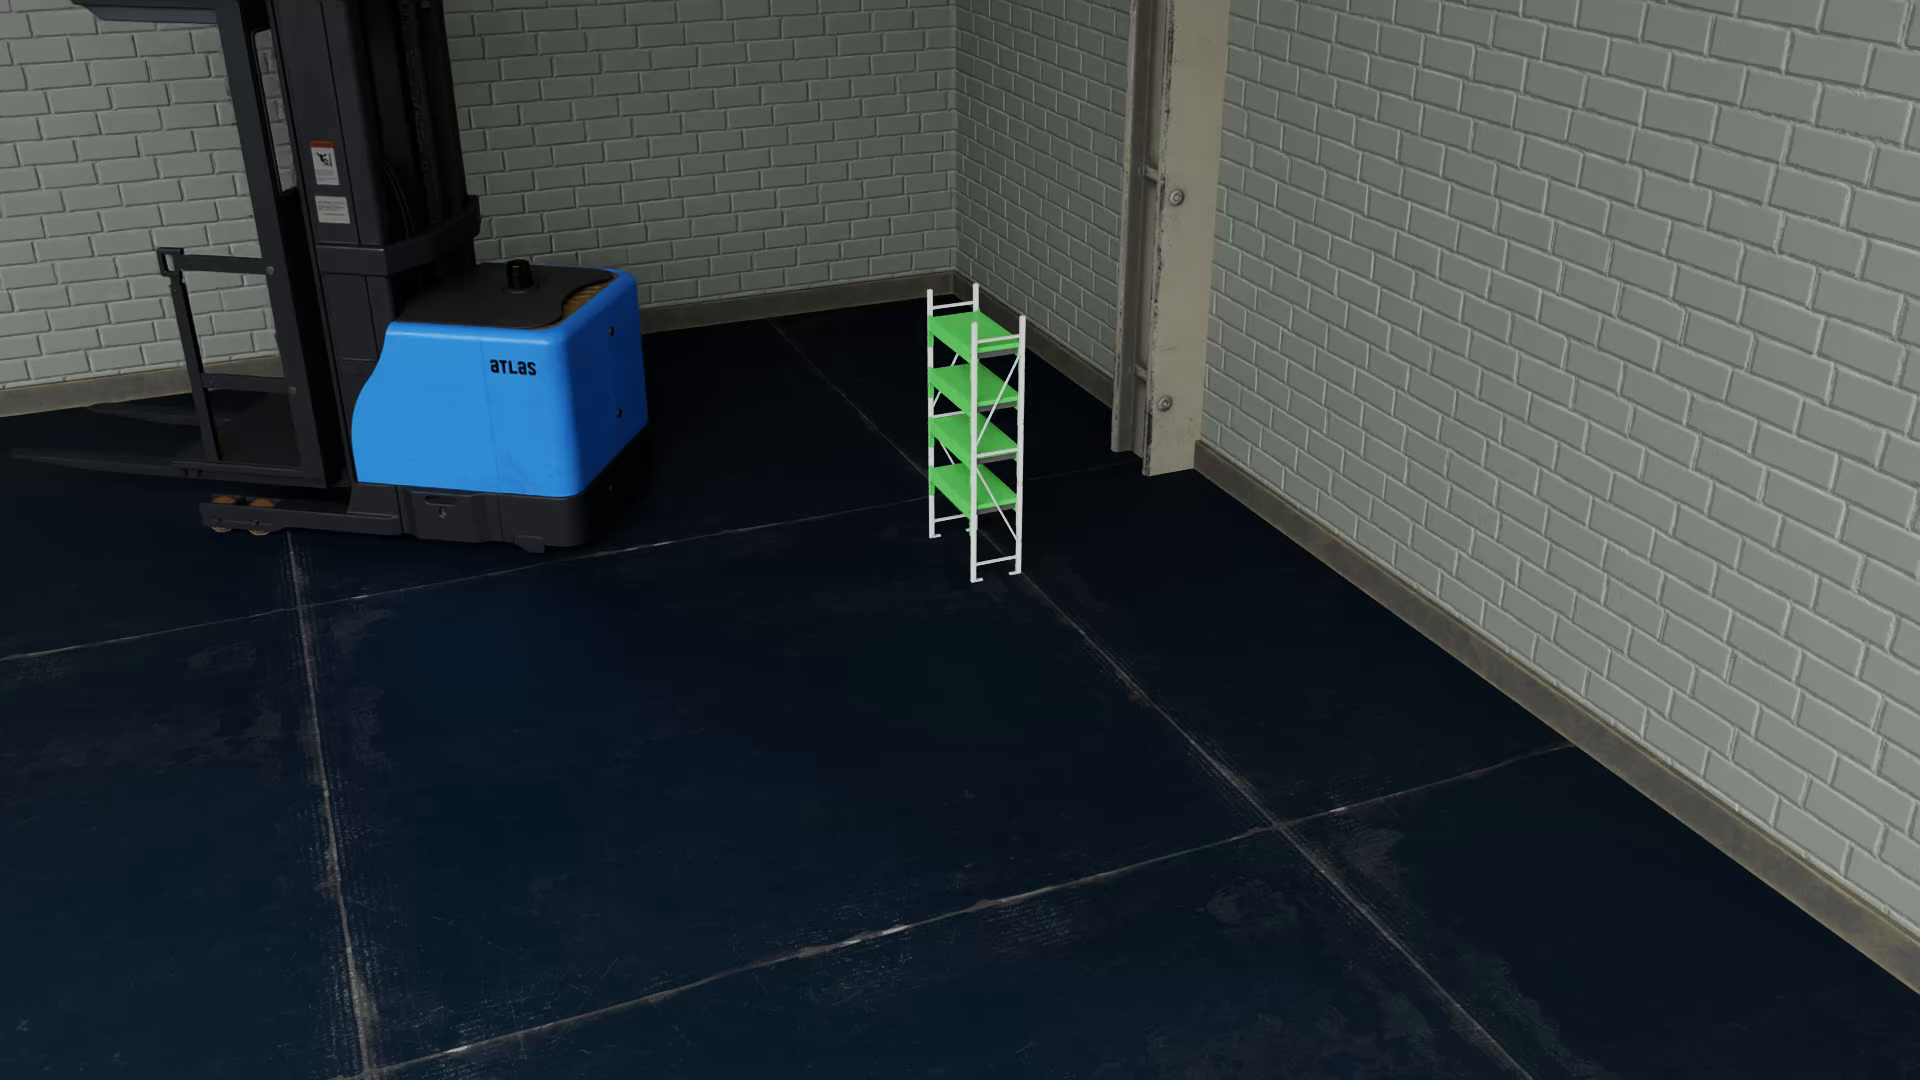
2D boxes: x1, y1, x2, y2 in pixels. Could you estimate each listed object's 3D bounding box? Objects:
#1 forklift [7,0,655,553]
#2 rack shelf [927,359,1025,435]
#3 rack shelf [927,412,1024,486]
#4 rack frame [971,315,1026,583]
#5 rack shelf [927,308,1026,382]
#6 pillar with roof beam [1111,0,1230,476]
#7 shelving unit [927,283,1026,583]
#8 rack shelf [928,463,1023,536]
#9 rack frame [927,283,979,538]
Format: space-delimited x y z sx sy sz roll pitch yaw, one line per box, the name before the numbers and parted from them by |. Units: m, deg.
forklift | -3.098 -1.560 7.603 3.031 2.935 1.130 5 26 9
rack shelf | 0.065 -0.631 7.273 0.258 0.148 0.480 -11 28 -21
rack shelf | 0.065 -0.415 7.378 0.258 0.148 0.480 -11 28 -21
rack frame | 0.160 -0.374 7.148 0.240 1.200 0.015 -11 28 -21
rack shelf | 0.065 -0.846 7.167 0.258 0.148 0.480 -11 28 -21
pillar with roof beam | -2.954 -3.732 5.137 9.100 9.000 0.400 -11 28 -21
shelving unit | 0.065 -0.472 7.350 0.258 1.200 0.503 -11 28 -21
rack shelf | 0.065 -0.199 7.483 0.258 0.148 0.480 -11 28 -21
rack frame | -0.031 -0.571 7.552 0.240 1.200 0.015 -11 28 -21
